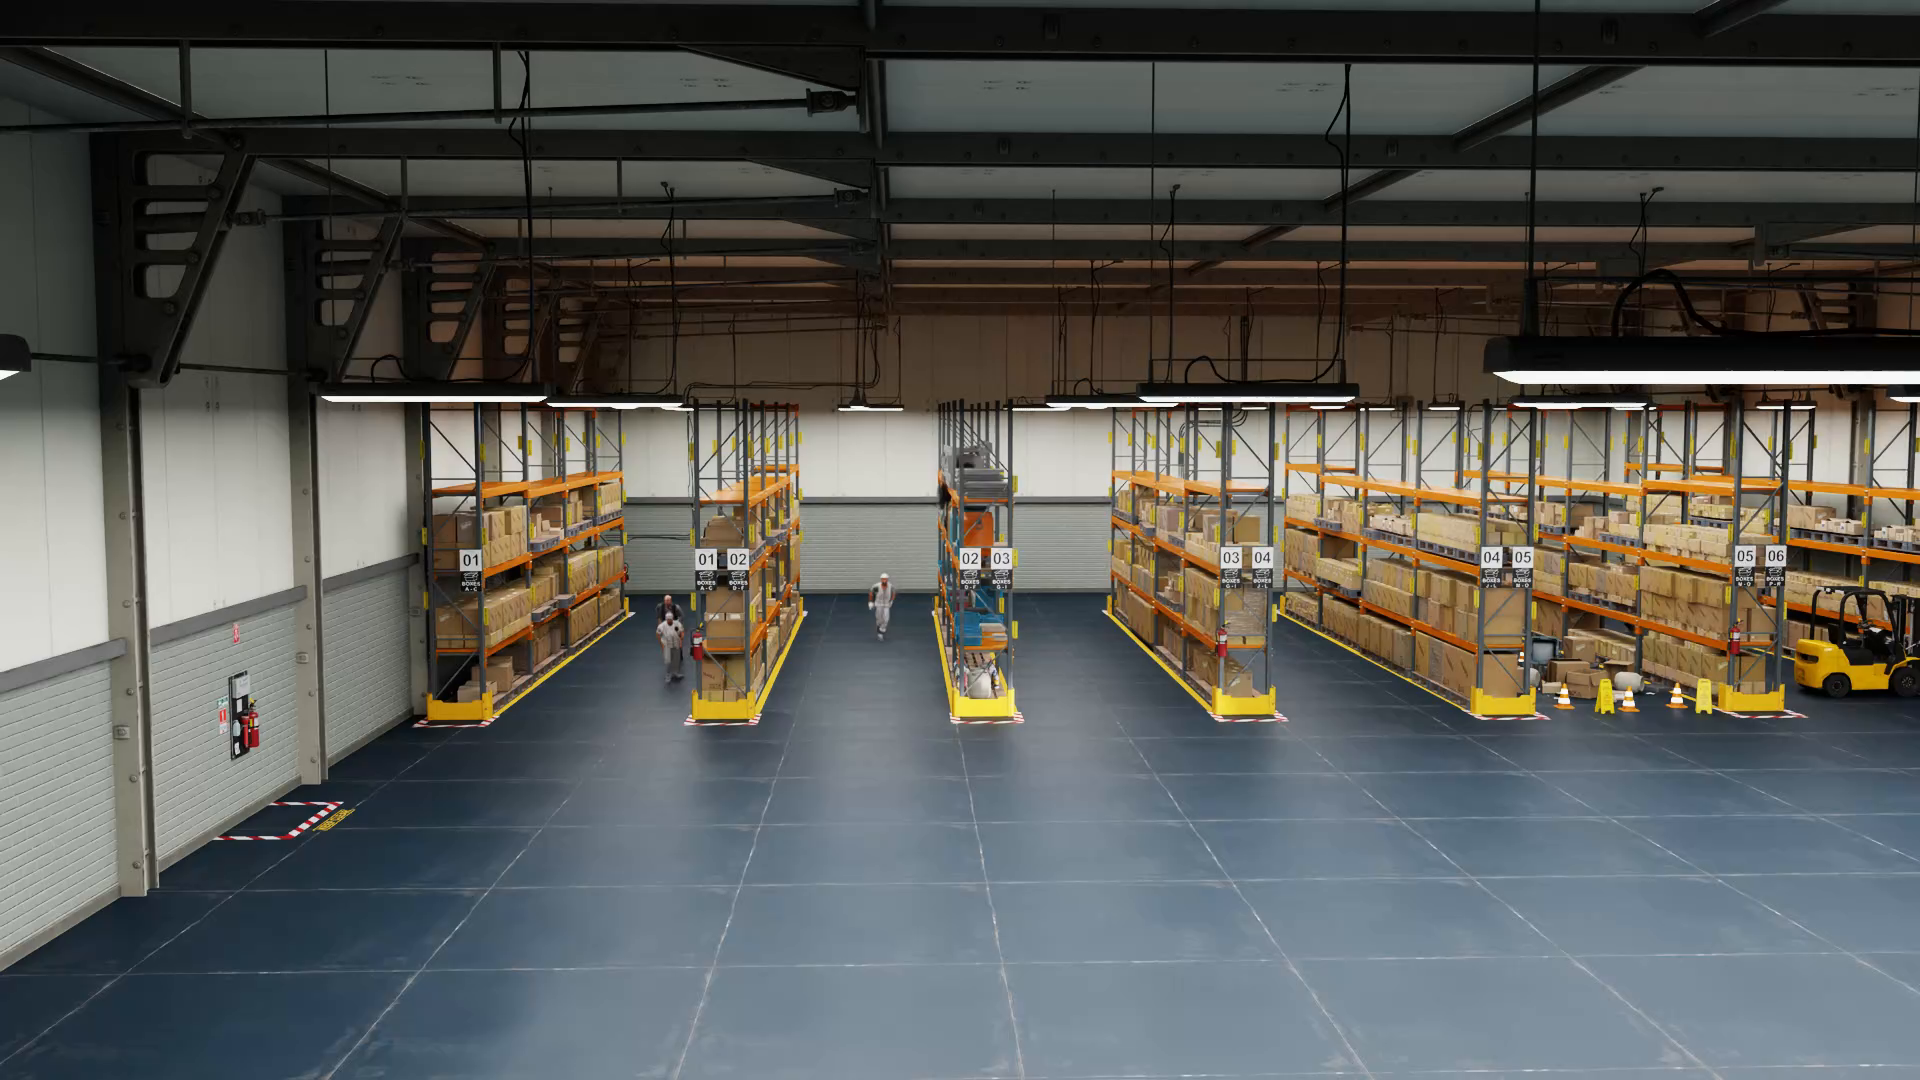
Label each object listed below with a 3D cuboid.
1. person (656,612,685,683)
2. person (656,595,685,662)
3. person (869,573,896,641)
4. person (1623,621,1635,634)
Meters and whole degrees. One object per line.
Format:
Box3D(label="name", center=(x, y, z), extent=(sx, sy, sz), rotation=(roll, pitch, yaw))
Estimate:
Box3D(label="person", center=(-6.169, 2.272, 35.633), extent=(0.694, 1.543, 0.847), rotation=(-2, 5, -30))
Box3D(label="person", center=(-6.537, 2.055, 37.786), extent=(0.698, 1.683, 1.006), rotation=(1, 4, 11))
Box3D(label="person", center=(-1.963, 1.679, 42.043), extent=(0.663, 1.715, 0.701), rotation=(-1, 5, -18))
Box3D(label="person", center=(17.499, 1.649, 43.370), extent=(0.736, 1.587, 0.908), rotation=(-3, 5, -31))
